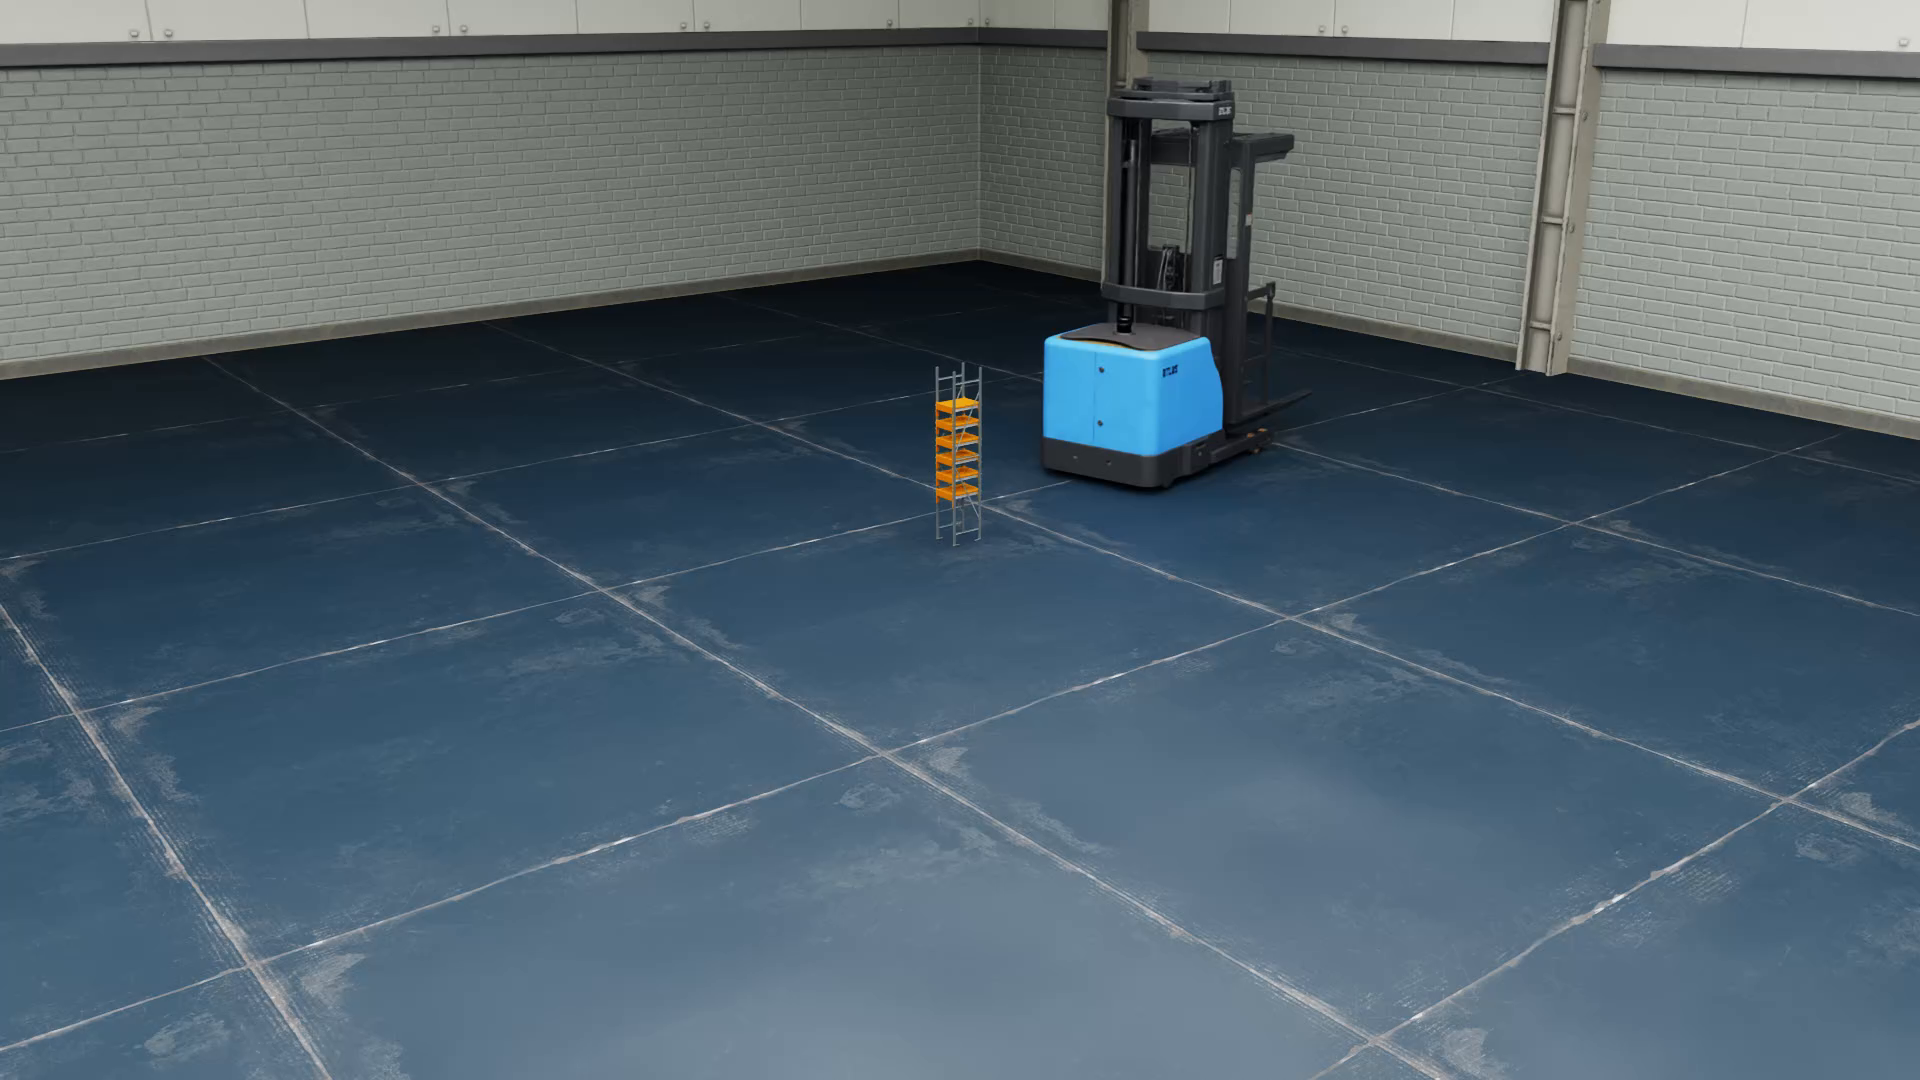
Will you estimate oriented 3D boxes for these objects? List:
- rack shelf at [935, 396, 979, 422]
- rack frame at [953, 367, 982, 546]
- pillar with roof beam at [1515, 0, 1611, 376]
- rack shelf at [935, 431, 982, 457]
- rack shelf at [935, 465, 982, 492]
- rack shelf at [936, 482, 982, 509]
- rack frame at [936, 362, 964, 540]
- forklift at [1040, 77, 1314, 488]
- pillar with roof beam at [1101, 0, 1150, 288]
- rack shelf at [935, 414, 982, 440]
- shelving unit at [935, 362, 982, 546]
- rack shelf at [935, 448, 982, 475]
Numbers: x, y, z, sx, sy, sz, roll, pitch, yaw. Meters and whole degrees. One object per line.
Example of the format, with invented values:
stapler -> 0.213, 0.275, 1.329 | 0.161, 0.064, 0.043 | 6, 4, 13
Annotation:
rack shelf -> -0.009, -0.873, 11.085 | 0.258, 0.103, 0.180 | -14, 23, -36
rack frame -> 0.048, -0.551, 11.117 | 0.240, 1.200, 0.006 | -14, 23, -36
pillar with roof beam -> 2.363, -5.104, 12.460 | 9.100, 9.000, 0.400 | -14, 23, -36
rack shelf -> -0.009, -0.645, 11.161 | 0.258, 0.103, 0.180 | -14, 23, -36
rack shelf -> -0.009, -0.417, 11.236 | 0.258, 0.103, 0.180 | -14, 23, -36
rack shelf -> -0.009, -0.303, 11.274 | 0.258, 0.103, 0.180 | -14, 23, -36
rack frame -> -0.066, -0.596, 11.253 | 0.240, 1.200, 0.006 | -14, 23, -36
forklift -> 1.919, -2.175, 13.270 | 1.130, 2.935, 3.031 | 14, 23, 35
pillar with roof beam -> -1.362, -6.582, 16.925 | 9.100, 9.000, 0.400 | -14, 23, -36
rack shelf -> -0.009, -0.759, 11.123 | 0.258, 0.103, 0.180 | -14, 23, -36
shelving unit -> -0.009, -0.573, 11.185 | 0.258, 1.200, 0.189 | -14, 23, -36
rack shelf -> -0.009, -0.531, 11.199 | 0.258, 0.103, 0.180 | -14, 23, -36
